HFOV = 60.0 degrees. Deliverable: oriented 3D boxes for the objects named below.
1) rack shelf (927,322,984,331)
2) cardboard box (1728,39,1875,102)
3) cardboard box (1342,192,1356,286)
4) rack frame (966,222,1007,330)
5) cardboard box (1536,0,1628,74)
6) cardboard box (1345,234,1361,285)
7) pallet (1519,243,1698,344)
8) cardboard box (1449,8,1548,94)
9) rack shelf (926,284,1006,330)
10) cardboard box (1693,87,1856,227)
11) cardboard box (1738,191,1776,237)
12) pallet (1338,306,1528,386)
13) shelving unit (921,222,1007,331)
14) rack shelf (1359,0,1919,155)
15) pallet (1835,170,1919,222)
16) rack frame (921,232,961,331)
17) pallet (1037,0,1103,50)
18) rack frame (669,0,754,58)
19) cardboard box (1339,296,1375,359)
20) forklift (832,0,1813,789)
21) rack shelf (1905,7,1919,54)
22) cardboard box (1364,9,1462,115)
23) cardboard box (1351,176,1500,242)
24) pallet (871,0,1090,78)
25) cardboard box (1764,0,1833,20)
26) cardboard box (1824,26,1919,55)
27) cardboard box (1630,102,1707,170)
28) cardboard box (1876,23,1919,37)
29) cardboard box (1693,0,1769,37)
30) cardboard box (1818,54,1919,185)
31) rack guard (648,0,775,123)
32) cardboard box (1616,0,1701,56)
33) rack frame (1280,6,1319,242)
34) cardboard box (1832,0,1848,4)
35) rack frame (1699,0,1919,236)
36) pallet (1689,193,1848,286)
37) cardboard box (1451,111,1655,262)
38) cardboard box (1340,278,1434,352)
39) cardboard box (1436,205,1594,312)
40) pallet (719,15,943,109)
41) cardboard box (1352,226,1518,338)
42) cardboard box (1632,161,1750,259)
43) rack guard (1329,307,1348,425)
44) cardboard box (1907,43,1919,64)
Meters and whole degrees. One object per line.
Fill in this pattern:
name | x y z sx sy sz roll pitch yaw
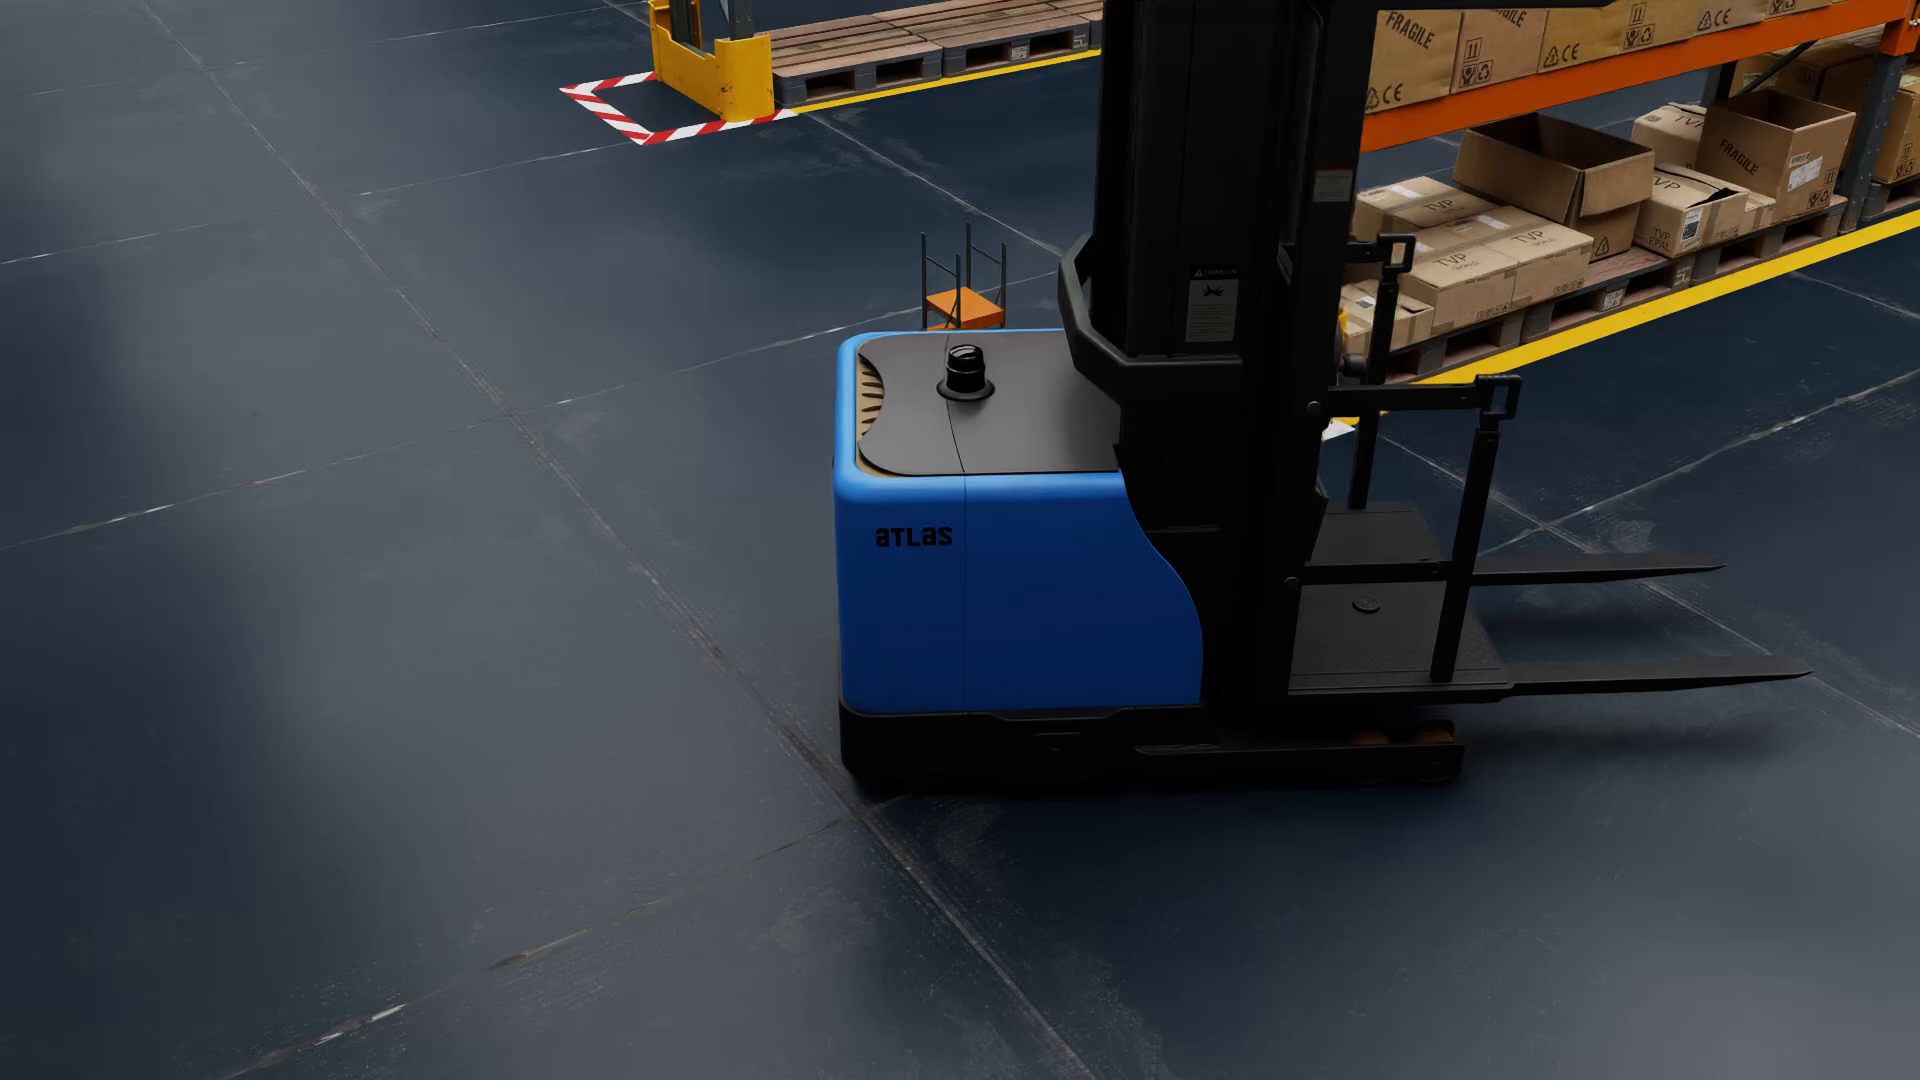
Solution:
rack shelf | 0.012 -0.677 5.832 0.180 0.103 0.258 -19 37 -27
cardboard box | 4.706 -2.519 9.363 0.500 0.500 0.500 -19 37 -28
cardboard box | 1.408 -1.359 7.524 0.500 0.500 0.500 -19 37 -27
rack frame | 0.089 -0.538 5.978 0.006 1.200 0.240 -19 37 -27
cardboard box | 2.454 -2.311 7.008 0.500 0.500 0.500 -19 37 -27
cardboard box | 1.797 -1.295 7.735 0.250 0.166 0.380 -19 37 -27
pallet | 2.842 -1.387 8.251 1.213 0.211 1.003 -19 37 -27
cardboard box | 2.031 -2.167 6.780 0.500 0.500 0.500 -19 37 -28
rack shelf | 0.012 -0.779 5.768 0.180 0.103 0.258 -19 37 -27
cardboard box | 4.121 -1.956 8.470 0.500 0.500 0.500 -19 37 -27
cardboard box | 3.838 -1.672 8.349 0.250 0.149 0.380 -19 37 -27
pallet | 1.818 -1.036 7.695 1.213 0.211 1.003 -19 37 -27
shelving unit | 0.012 -0.512 5.937 0.189 1.200 0.258 -19 37 -27
rack shelf | 2.765 -2.237 7.659 4.000 0.370 1.077 -19 37 -27
pallet | 5.109 -2.192 9.527 1.213 0.211 1.003 -19 37 -27
rack frame | -0.065 -0.485 5.895 0.006 1.200 0.240 -19 37 -27
pallet | 1.169 -3.932 12.286 1.213 0.211 1.003 -19 37 -27
rack frame | -1.596 -4.185 10.073 0.127 3.000 1.000 -19 37 -27
cardboard box | 1.622 -0.910 7.141 0.250 0.149 0.380 -19 37 -27
forklift | 1.132 -0.778 4.736 3.031 2.935 1.130 -2 32 -2
rack shelf | 6.127 -3.393 9.492 4.000 0.370 1.077 -19 37 -27
cardboard box | 1.600 -2.015 6.540 0.500 0.500 0.500 -18 37 -26
cardboard box | 2.222 -1.515 8.005 0.500 0.250 0.500 -19 37 -27
pallet | 0.142 -3.577 11.723 1.213 0.211 1.003 -19 37 -27
cardboard box | 3.733 -2.752 7.708 0.500 0.500 0.500 -18 36 -26
cardboard box | 5.126 -2.658 9.583 0.500 0.500 0.500 -19 37 -27
cardboard box | 3.976 -2.144 8.945 0.500 0.311 0.500 -19 37 -27
cardboard box | 5.547 -2.803 9.813 0.500 0.500 0.500 -18 37 -27
cardboard box | 3.302 -2.603 7.471 0.500 0.500 0.500 -18 36 -26
cardboard box | 4.985 -2.279 8.981 0.500 0.500 0.500 -21 38 -29
rack guard | -1.610 -3.115 10.720 0.348 0.500 1.175 -19 37 -27
cardboard box | 2.875 -2.454 7.236 0.500 0.500 0.500 -18 37 -27
rack frame | 1.084 -1.963 6.550 0.127 3.000 1.000 -19 37 -27
cardboard box | 4.165 -2.902 7.945 0.500 0.500 0.500 -18 37 -27
rack frame | 4.446 -3.119 8.383 0.127 3.000 1.000 -19 37 -27
pallet | 3.868 -1.742 8.813 1.213 0.211 1.003 -19 37 -27
cardboard box | 2.870 -1.704 8.067 0.637 0.503 0.797 -19 37 -27
cardboard box | 1.832 -0.990 7.251 0.250 0.166 0.380 -19 37 -27
cardboard box | 2.535 -1.305 7.672 0.500 0.250 0.500 -19 37 -27
pallet | -0.882 -3.227 11.168 1.213 0.211 1.003 -19 37 -27
cardboard box | 2.115 -1.161 7.443 0.500 0.250 0.500 -19 37 -27
cardboard box | 3.491 -1.659 8.177 0.500 0.311 0.500 -19 37 -27
rack guard | 1.148 -0.928 7.252 0.348 0.500 1.175 -19 37 -27
cardboard box | 5.427 -2.438 9.234 0.500 0.500 0.500 -18 37 -27
